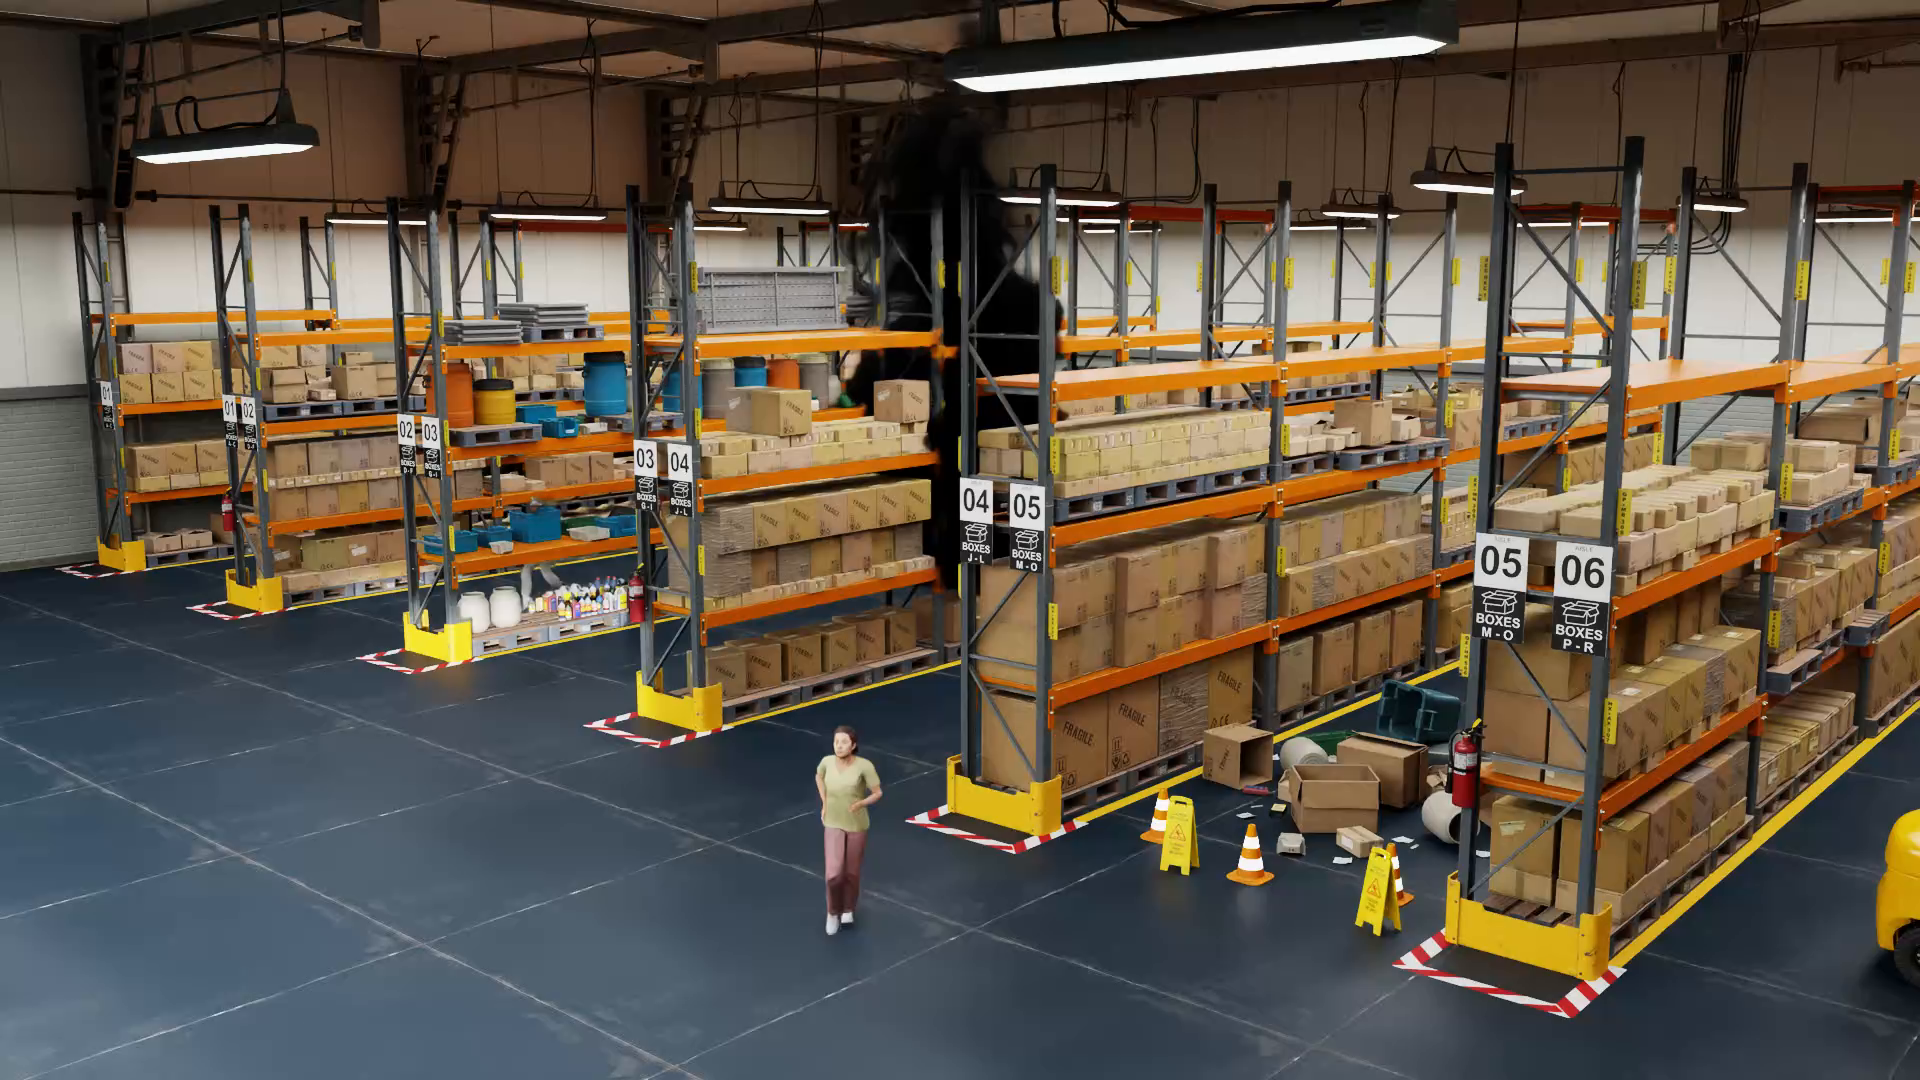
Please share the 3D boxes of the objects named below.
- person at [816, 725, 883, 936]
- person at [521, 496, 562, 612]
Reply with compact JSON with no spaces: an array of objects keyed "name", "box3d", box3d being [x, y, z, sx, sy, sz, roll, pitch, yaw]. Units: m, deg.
[{"name":"person","box3d":[-0.869,2.244,12.849,0.552,1.674,0.650,1,9,4]},{"name":"person","box3d":[-6.319,0.191,24.914,0.562,1.721,0.867,6,11,33]}]
